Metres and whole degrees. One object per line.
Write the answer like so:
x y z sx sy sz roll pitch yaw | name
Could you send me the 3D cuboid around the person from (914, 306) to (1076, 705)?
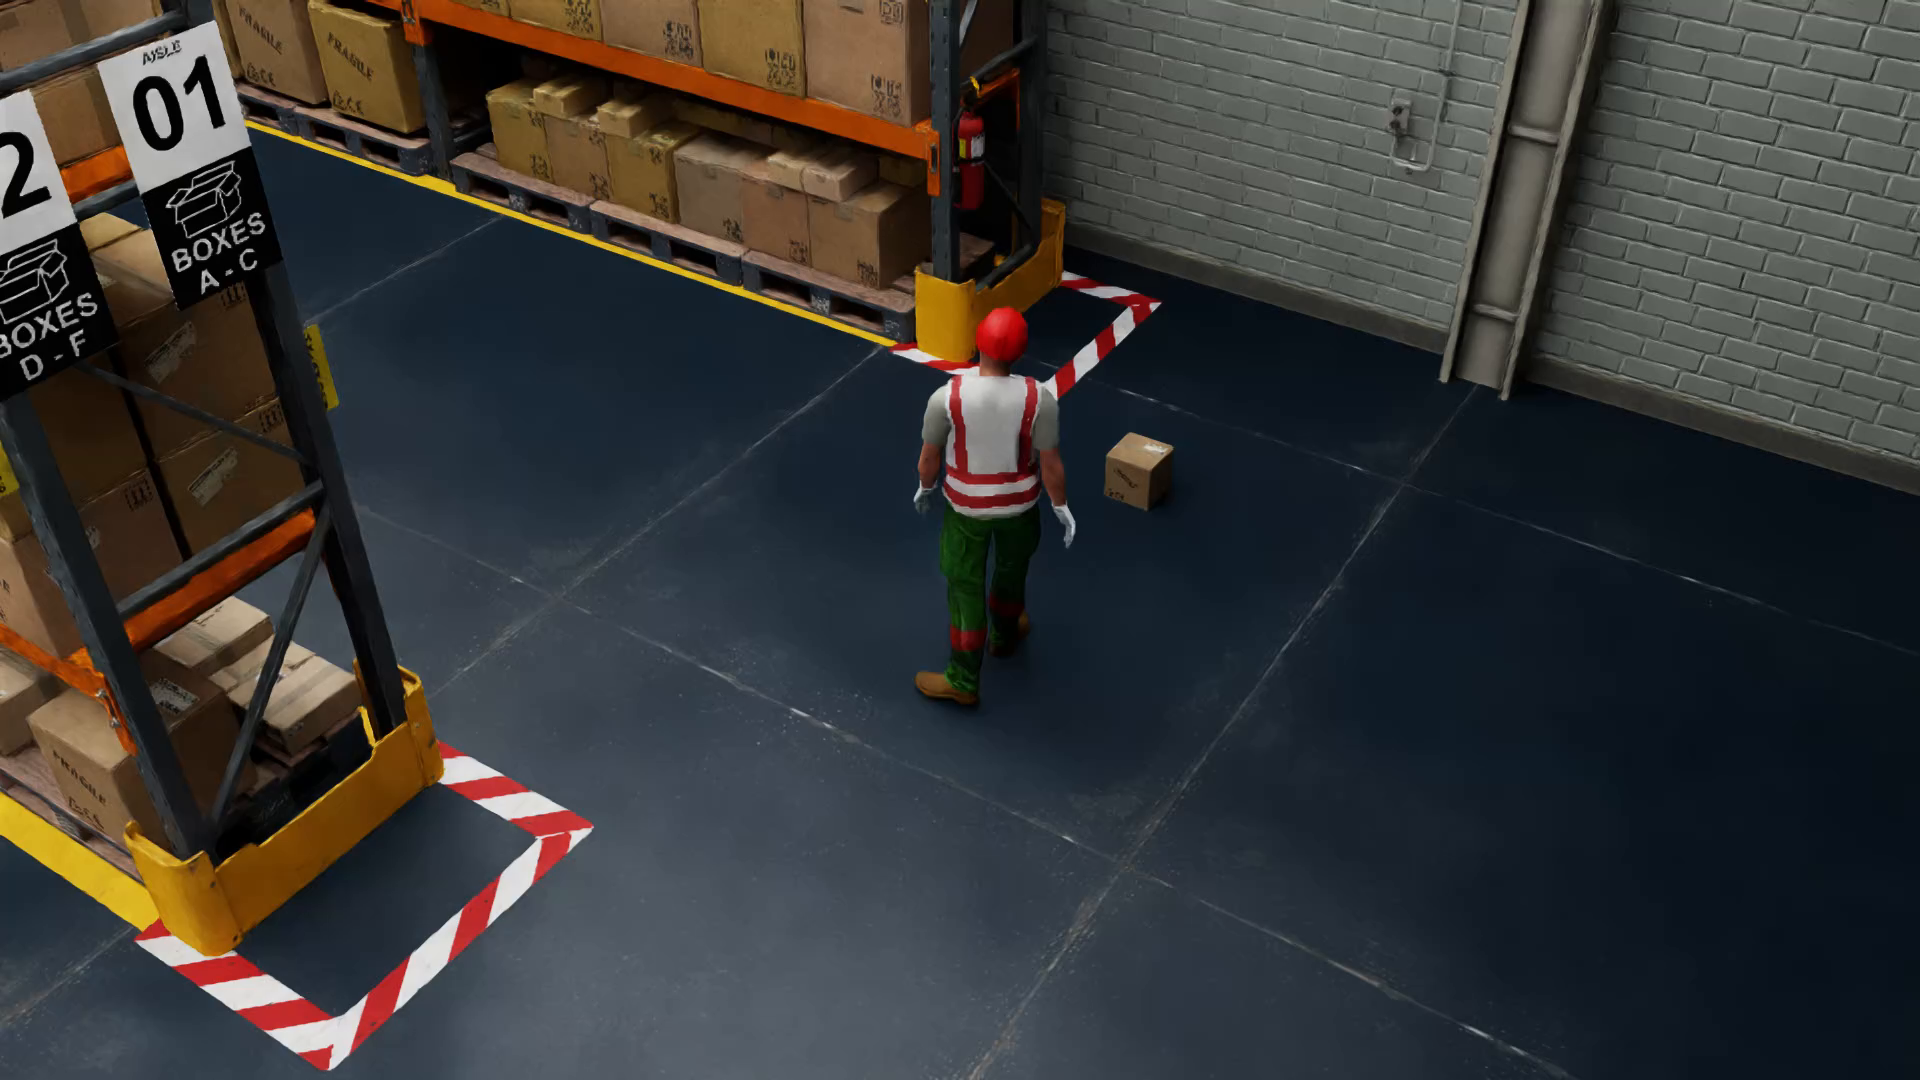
0.121 -0.152 6.855 0.683 1.786 0.586 -5 38 -7 | person
